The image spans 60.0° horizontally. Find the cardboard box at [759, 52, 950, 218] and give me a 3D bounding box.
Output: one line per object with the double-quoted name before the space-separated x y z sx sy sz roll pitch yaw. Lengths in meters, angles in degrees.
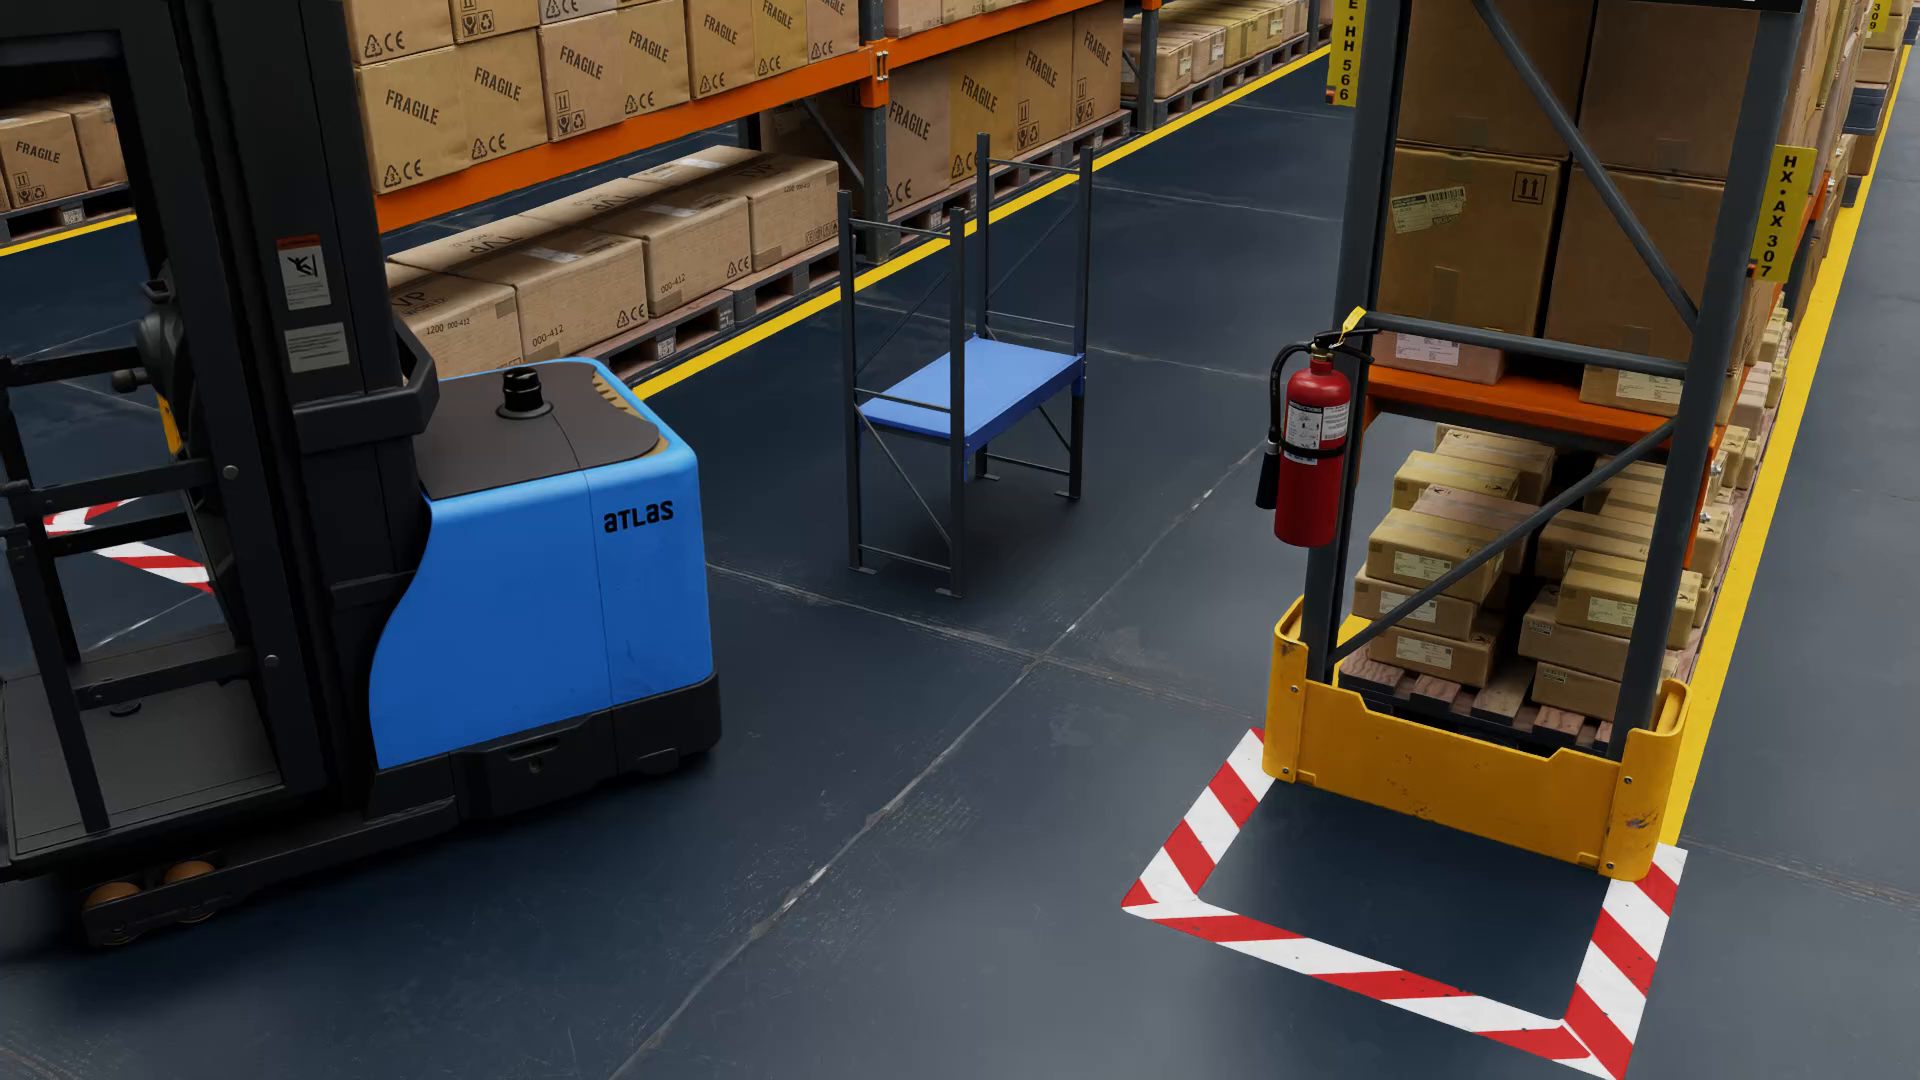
"cardboard box" -0.662 -2.619 10.535 0.875 0.875 0.875 15 30 28

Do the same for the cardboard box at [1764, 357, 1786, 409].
"cardboard box" 3.345 -0.708 7.197 0.380 0.149 0.250 13 29 24

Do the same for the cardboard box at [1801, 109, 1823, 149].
"cardboard box" 2.448 -1.207 5.366 0.500 0.500 0.500 15 30 27

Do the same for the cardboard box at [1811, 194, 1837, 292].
"cardboard box" 4.315 -1.578 8.874 0.500 0.500 0.500 16 31 28

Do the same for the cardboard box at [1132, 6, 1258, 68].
"cardboard box" 2.091 -4.495 14.846 0.950 0.372 0.625 15 30 28

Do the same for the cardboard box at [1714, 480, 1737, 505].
"cardboard box" 2.780 -0.165 6.444 0.380 0.149 0.250 14 30 26

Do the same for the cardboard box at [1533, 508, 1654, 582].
"cardboard box" 2.078 0.045 5.360 0.380 0.149 0.250 15 30 27

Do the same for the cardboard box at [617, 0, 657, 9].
"cardboard box" -1.642 -2.779 7.722 0.500 0.500 0.500 14 30 26

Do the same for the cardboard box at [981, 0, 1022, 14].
"cardboard box" 0.068 -3.567 10.692 0.500 0.250 0.500 14 30 26

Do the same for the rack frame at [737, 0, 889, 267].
"rack frame" -0.898 -3.122 9.636 1.000 3.000 0.127 14 30 26

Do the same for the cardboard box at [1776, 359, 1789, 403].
"cardboard box" 3.565 -0.757 7.626 0.380 0.149 0.250 15 30 27

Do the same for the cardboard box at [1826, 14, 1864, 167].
"cardboard box" 3.213 -1.796 6.544 0.500 0.500 0.500 13 30 25

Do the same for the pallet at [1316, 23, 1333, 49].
"pallet" 3.337 -5.262 17.027 1.003 0.211 1.213 14 30 26

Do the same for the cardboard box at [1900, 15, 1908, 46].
"cardboard box" 4.563 -2.602 8.408 0.380 0.149 0.250 13 29 24

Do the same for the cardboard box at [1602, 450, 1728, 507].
"cardboard box" 2.508 -0.246 5.941 0.380 0.149 0.250 15 30 28

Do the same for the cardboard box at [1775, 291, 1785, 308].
"cardboard box" 3.513 -1.054 7.557 0.380 0.149 0.250 15 30 28

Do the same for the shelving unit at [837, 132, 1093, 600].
"shelving unit" 0.042 -0.704 6.481 0.538 1.500 1.048 14 30 26

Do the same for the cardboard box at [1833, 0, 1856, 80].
"cardboard box" 2.711 -1.849 5.532 0.500 0.500 0.500 13 29 25

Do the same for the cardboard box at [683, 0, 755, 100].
"cardboard box" -1.386 -2.529 8.339 0.500 0.500 0.500 14 30 25

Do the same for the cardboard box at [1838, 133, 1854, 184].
"cardboard box" 4.570 -2.112 9.105 0.500 0.250 0.500 15 30 28

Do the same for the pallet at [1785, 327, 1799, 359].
"pallet" 3.843 -1.128 8.768 1.003 0.211 1.213 14 30 26

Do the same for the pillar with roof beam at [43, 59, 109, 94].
"pillar with roof beam" -2.600 -5.875 8.434 9.100 9.000 0.400 14 30 26

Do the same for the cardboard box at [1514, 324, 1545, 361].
"cardboard box" 1.563 -0.678 5.035 0.380 0.149 0.250 14 30 26

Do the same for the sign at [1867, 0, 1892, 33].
"sign" 3.938 -2.342 7.111 0.100 0.325 0.005 14 30 26

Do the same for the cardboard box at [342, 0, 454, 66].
"cardboard box" -2.381 -2.179 6.524 0.500 0.500 0.500 13 30 25

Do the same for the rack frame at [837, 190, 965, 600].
"rack frame" -0.208 -0.506 6.085 0.500 1.500 0.032 14 30 26

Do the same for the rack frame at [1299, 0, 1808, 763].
"rack frame" 1.494 -0.513 4.423 1.000 3.000 0.127 14 30 26

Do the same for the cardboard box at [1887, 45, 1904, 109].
"cardboard box" 6.692 -3.734 12.903 1.050 0.750 0.750 14 30 26

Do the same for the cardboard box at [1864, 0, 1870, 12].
"cardboard box" 3.466 -2.454 6.739 0.500 0.500 0.500 13 29 24

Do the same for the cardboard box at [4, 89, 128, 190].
"cardboard box" -5.840 -2.671 11.059 0.700 0.500 0.500 13 29 24

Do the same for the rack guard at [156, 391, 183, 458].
"rack guard" -2.877 -0.436 7.063 1.175 0.500 0.348 14 30 26

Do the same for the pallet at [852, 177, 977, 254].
"pallet" -0.584 -2.192 10.894 1.003 0.211 1.213 14 30 26

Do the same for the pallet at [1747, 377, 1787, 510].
"pallet" 3.162 -0.555 7.623 1.003 0.211 1.213 14 30 26

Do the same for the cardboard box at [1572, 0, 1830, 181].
"cardboard box" 1.946 -1.254 4.343 0.500 0.500 0.500 14 30 26

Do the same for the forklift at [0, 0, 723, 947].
"forklift" -2.302 -0.475 4.425 3.031 2.935 1.130 -14 30 -26

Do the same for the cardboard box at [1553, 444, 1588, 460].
"cardboard box" 2.216 -0.450 6.349 0.380 0.149 0.250 13 29 24

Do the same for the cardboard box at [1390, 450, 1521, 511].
"cardboard box" 1.724 -0.168 5.785 0.380 0.149 0.250 13 30 25

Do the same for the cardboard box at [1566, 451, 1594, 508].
"cardboard box" 2.337 -0.280 6.673 0.380 0.149 0.250 15 30 28

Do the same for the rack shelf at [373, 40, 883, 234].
"rack shelf" -1.882 -2.021 8.240 1.077 0.370 4.000 14 30 26

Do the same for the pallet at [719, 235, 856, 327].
"pallet" -1.340 -1.596 9.703 1.003 0.211 1.213 14 30 26

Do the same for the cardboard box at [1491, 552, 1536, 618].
"cardboard box" 1.815 0.117 5.881 0.380 0.149 0.250 14 30 26

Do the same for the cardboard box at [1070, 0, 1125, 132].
"cardboard box" 0.658 -3.668 12.631 0.875 0.875 0.875 14 30 26

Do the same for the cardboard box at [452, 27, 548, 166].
"cardboard box" -2.155 -1.935 7.153 0.500 0.500 0.500 14 30 25

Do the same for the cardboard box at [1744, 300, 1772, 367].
"cardboard box" 2.207 -0.656 4.989 0.380 0.149 0.250 13 30 25

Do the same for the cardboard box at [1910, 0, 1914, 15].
"cardboard box" 5.080 -3.014 9.232 0.380 0.149 0.250 13 29 24

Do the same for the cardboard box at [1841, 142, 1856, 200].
"cardboard box" 5.333 -2.386 10.489 0.500 0.500 0.500 14 30 26

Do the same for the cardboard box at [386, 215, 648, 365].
"cardboard box" -2.185 -1.243 8.275 0.875 0.438 0.875 15 30 27

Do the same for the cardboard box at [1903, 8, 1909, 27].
"cardboard box" 4.308 -2.534 7.941 0.380 0.149 0.250 15 30 27

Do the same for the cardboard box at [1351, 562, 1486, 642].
"cardboard box" 1.505 0.173 5.437 0.380 0.149 0.250 13 30 25

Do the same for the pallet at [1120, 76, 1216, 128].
"pallet" 1.456 -3.738 13.982 1.003 0.211 1.213 14 30 26

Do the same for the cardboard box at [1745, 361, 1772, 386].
"cardboard box" 3.057 -0.638 6.724 0.380 0.149 0.250 13 29 24

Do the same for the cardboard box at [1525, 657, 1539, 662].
"cardboard box" 2.088 0.321 5.474 0.380 0.149 0.250 14 30 26

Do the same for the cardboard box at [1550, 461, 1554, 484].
"cardboard box" 2.003 -0.235 6.251 0.380 0.149 0.250 15 30 27

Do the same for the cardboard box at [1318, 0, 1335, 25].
"cardboard box" 3.563 -5.369 16.726 0.500 0.250 0.500 13 29 24

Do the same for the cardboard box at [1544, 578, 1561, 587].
"cardboard box" 2.202 0.085 5.613 0.380 0.149 0.250 15 30 27
